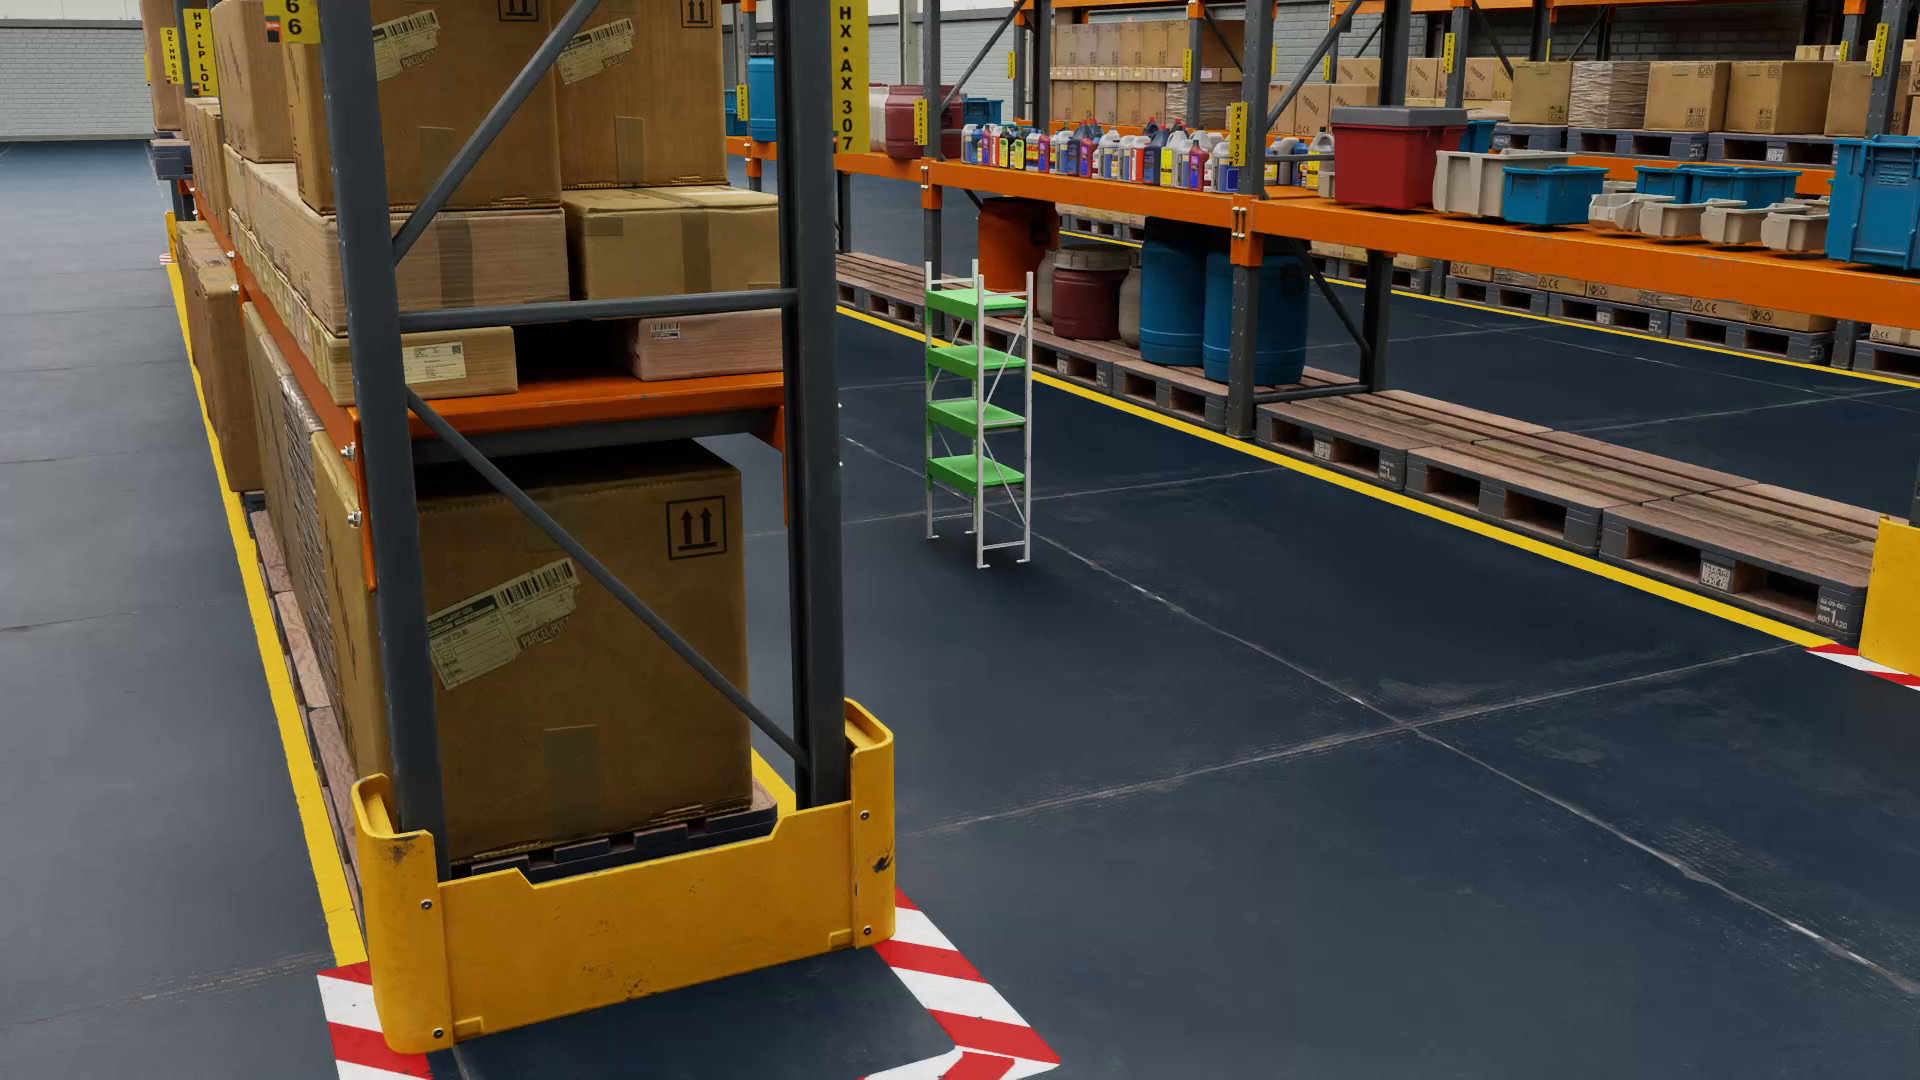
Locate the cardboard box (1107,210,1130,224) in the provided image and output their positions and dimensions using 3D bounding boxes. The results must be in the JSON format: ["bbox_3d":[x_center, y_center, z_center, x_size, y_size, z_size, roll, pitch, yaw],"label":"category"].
[{"bbox_3d":[2.064,-3.862,19.495,0.500,0.250,0.500,-8,18,-25],"label":"cardboard box"}]

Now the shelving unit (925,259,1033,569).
[{"bbox_3d":[0.073,-0.536,6.942,0.258,1.200,0.503,-8,18,-25],"label":"shelving unit"}]

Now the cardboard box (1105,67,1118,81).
[{"bbox_3d":[1.920,-5.428,19.371,0.380,0.149,0.250,-7,17,-23],"label":"cardboard box"}]

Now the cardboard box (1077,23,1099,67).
[{"bbox_3d":[1.827,-5.925,19.925,0.700,0.500,0.500,-8,18,-25],"label":"cardboard box"}]

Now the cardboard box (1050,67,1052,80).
[{"bbox_3d":[1.250,-5.809,20.699,0.380,0.149,0.250,-8,18,-26],"label":"cardboard box"}]

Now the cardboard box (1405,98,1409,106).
[{"bbox_3d":[5.991,-5.762,22.126,0.500,0.250,0.500,-8,18,-26],"label":"cardboard box"}]

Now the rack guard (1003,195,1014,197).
[{"bbox_3d":[1.143,-4.442,21.825,1.175,0.500,0.348,-8,18,-25],"label":"rack guard"}]

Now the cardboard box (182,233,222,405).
[{"bbox_3d":[-3.581,-1.243,9.235,1.225,0.875,0.875,-8,18,-25],"label":"cardboard box"}]

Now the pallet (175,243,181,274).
[{"bbox_3d":[-7.396,-2.877,16.893,1.003,0.211,1.213,-8,18,-25],"label":"pallet"}]

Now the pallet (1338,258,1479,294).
[{"bbox_3d":[4.333,-2.523,15.659,1.003,0.211,1.213,-8,18,-25],"label":"pallet"}]

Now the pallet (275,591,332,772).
[{"bbox_3d":[-1.695,0.375,5.561,1.003,0.211,1.213,-8,18,-25],"label":"pallet"}]

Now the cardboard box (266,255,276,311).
[{"bbox_3d":[-1.865,-0.781,4.991,0.380,0.149,0.250,-7,18,-24],"label":"cardboard box"}]

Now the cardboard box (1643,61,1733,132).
[{"bbox_3d":[5.581,-3.343,12.520,0.700,0.500,0.500,-13,21,-39],"label":"cardboard box"}]

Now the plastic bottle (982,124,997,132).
[{"bbox_3d":[0.240,-2.869,12.035,0.152,0.276,0.135,-8,18,-25],"label":"plastic bottle"}]

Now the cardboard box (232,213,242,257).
[{"bbox_3d":[-2.550,-1.167,6.334,0.380,0.149,0.250,-8,18,-27],"label":"cardboard box"}]

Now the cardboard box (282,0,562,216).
[{"bbox_3d":[-1.193,-0.995,3.653,0.500,0.500,0.500,-7,18,-24],"label":"cardboard box"}]

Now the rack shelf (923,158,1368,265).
[{"bbox_3d":[1.080,-2.215,10.835,1.077,0.370,4.000,-8,18,-25],"label":"rack shelf"}]

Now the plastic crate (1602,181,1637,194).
[{"bbox_3d":[2.989,-1.571,7.658,0.293,0.136,0.466,-8,18,-25],"label":"plastic crate"}]

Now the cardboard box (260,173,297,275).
[{"bbox_3d":[-1.639,-0.886,4.631,0.500,0.250,0.500,-8,18,-27],"label":"cardboard box"}]

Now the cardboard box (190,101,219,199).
[{"bbox_3d":[-3.824,-2.099,8.944,0.500,0.500,0.500,-8,18,-26],"label":"cardboard box"}]

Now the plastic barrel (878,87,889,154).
[{"bbox_3d":[-0.439,-3.340,13.248,0.421,0.512,0.421,0,16,0],"label":"plastic barrel"}]

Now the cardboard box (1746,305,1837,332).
[{"bbox_3d":[5.937,-1.760,11.681,0.500,0.500,0.500,-8,18,-25],"label":"cardboard box"}]

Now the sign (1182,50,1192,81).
[{"bbox_3d":[2.408,-5.033,17.638,0.100,0.325,0.005,-8,18,-25],"label":"sign"}]

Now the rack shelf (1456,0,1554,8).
[{"bbox_3d":[5.535,-4.254,12.504,1.077,0.370,4.000,-8,18,-25],"label":"rack shelf"}]

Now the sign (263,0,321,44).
[{"bbox_3d":[-1.238,-1.083,3.057,0.100,0.325,0.005,-8,18,-25],"label":"sign"}]

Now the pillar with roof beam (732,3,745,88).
[{"bbox_3d":[-10.323,-15.971,46.589,9.100,9.000,0.400,-8,18,-25],"label":"pillar with roof beam"}]

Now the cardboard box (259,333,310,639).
[{"bbox_3d":[-1.885,-0.250,5.776,0.875,0.875,0.875,-8,18,-25],"label":"cardboard box"}]

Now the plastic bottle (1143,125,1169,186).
[{"bbox_3d":[1.179,-2.275,9.831,0.144,0.351,0.185,-8,18,-25],"label":"plastic bottle"}]

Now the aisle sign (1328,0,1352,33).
[{"bbox_3d":[5.304,-7.469,23.126,0.394,0.787,0.004,-8,18,-25],"label":"aisle sign"}]

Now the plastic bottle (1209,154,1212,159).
[{"bbox_3d":[1.414,-2.094,9.469,0.097,0.201,0.097,0,16,0],"label":"plastic bottle"}]

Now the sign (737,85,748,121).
[{"bbox_3d":[-2.048,-4.118,15.660,0.100,0.325,0.005,-8,18,-25],"label":"sign"}]

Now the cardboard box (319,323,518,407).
[{"bbox_3d":[-1.196,-0.402,3.670,0.380,0.149,0.250,-7,18,-24],"label":"cardboard box"}]

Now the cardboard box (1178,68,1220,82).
[{"bbox_3d":[2.594,-5.048,18.045,0.380,0.149,0.250,-8,18,-25],"label":"cardboard box"}]

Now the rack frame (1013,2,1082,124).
[{"bbox_3d":[1.154,-5.638,21.459,1.000,3.000,0.127,-8,18,-25],"label":"rack frame"}]

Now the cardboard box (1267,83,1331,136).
[{"bbox_3d":[3.459,-4.371,16.864,0.500,0.500,0.500,-6,17,-21],"label":"cardboard box"}]

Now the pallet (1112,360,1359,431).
[{"bbox_3d":[1.656,-0.921,10.077,1.003,0.211,1.213,-8,18,-25],"label":"pallet"}]

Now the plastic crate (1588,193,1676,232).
[{"bbox_3d":[2.784,-1.366,6.943,0.298,0.136,0.250,-8,18,-25],"label":"plastic crate"}]

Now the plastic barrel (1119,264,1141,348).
[{"bbox_3d":[1.256,-1.534,10.908,0.421,0.512,0.421,0,16,0],"label":"plastic barrel"}]

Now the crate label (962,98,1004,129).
[{"bbox_3d":[0.012,-3.353,13.432,0.502,0.435,0.616,-8,18,-25],"label":"crate label"}]

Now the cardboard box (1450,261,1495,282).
[{"bbox_3d":[4.601,-2.517,14.317,0.500,0.500,0.500,-7,17,-23],"label":"cardboard box"}]

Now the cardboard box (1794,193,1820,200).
[{"bbox_3d":[8.747,-3.436,17.520,0.700,0.500,0.500,-7,18,-24],"label":"cardboard box"}]

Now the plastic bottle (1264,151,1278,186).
[{"bbox_3d":[1.832,-2.201,9.843,0.097,0.201,0.097,0,16,0],"label":"plastic bottle"}]

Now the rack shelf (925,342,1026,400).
[{"bbox_3d":[0.073,-0.705,6.894,0.258,0.148,0.480,-8,18,-25],"label":"rack shelf"}]

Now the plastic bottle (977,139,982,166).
[{"bbox_3d":[0.172,-2.759,11.786,0.097,0.201,0.097,0,16,0],"label":"plastic bottle"}]

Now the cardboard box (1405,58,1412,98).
[{"bbox_3d":[5.972,-6.128,22.044,0.500,0.500,0.500,-8,18,-27],"label":"cardboard box"}]

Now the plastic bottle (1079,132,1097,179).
[{"bbox_3d":[0.809,-2.426,10.477,0.061,0.283,0.133,-8,18,-25],"label":"plastic bottle"}]

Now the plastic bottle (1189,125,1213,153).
[{"bbox_3d":[1.389,-2.247,9.732,0.144,0.351,0.185,-8,18,-25],"label":"plastic bottle"}]

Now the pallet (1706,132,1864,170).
[{"bbox_3d":[6.159,-2.782,11.854,1.003,0.211,1.213,-8,18,-25],"label":"pallet"}]

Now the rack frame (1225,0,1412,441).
[{"bbox_3d":[1.956,-2.065,9.008,1.000,3.000,0.127,-8,18,-25],"label":"rack frame"}]

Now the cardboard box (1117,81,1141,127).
[{"bbox_3d":[2.253,-5.058,19.258,0.700,0.500,0.500,-7,18,-24],"label":"cardboard box"}]

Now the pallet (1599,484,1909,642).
[{"bbox_3d":[3.382,0.058,6.665,1.003,0.211,1.213,-8,18,-25],"label":"pallet"}]

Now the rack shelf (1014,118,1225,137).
[{"bbox_3d":[2.030,-4.796,19.830,1.077,0.370,4.000,-8,18,-25],"label":"rack shelf"}]

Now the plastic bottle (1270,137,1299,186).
[{"bbox_3d":[1.936,-2.257,9.902,0.152,0.276,0.135,-8,18,-25],"label":"plastic bottle"}]

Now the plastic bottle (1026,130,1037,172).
[{"bbox_3d":[0.491,-2.611,11.146,0.097,0.271,0.097,0,16,0],"label":"plastic bottle"}]
